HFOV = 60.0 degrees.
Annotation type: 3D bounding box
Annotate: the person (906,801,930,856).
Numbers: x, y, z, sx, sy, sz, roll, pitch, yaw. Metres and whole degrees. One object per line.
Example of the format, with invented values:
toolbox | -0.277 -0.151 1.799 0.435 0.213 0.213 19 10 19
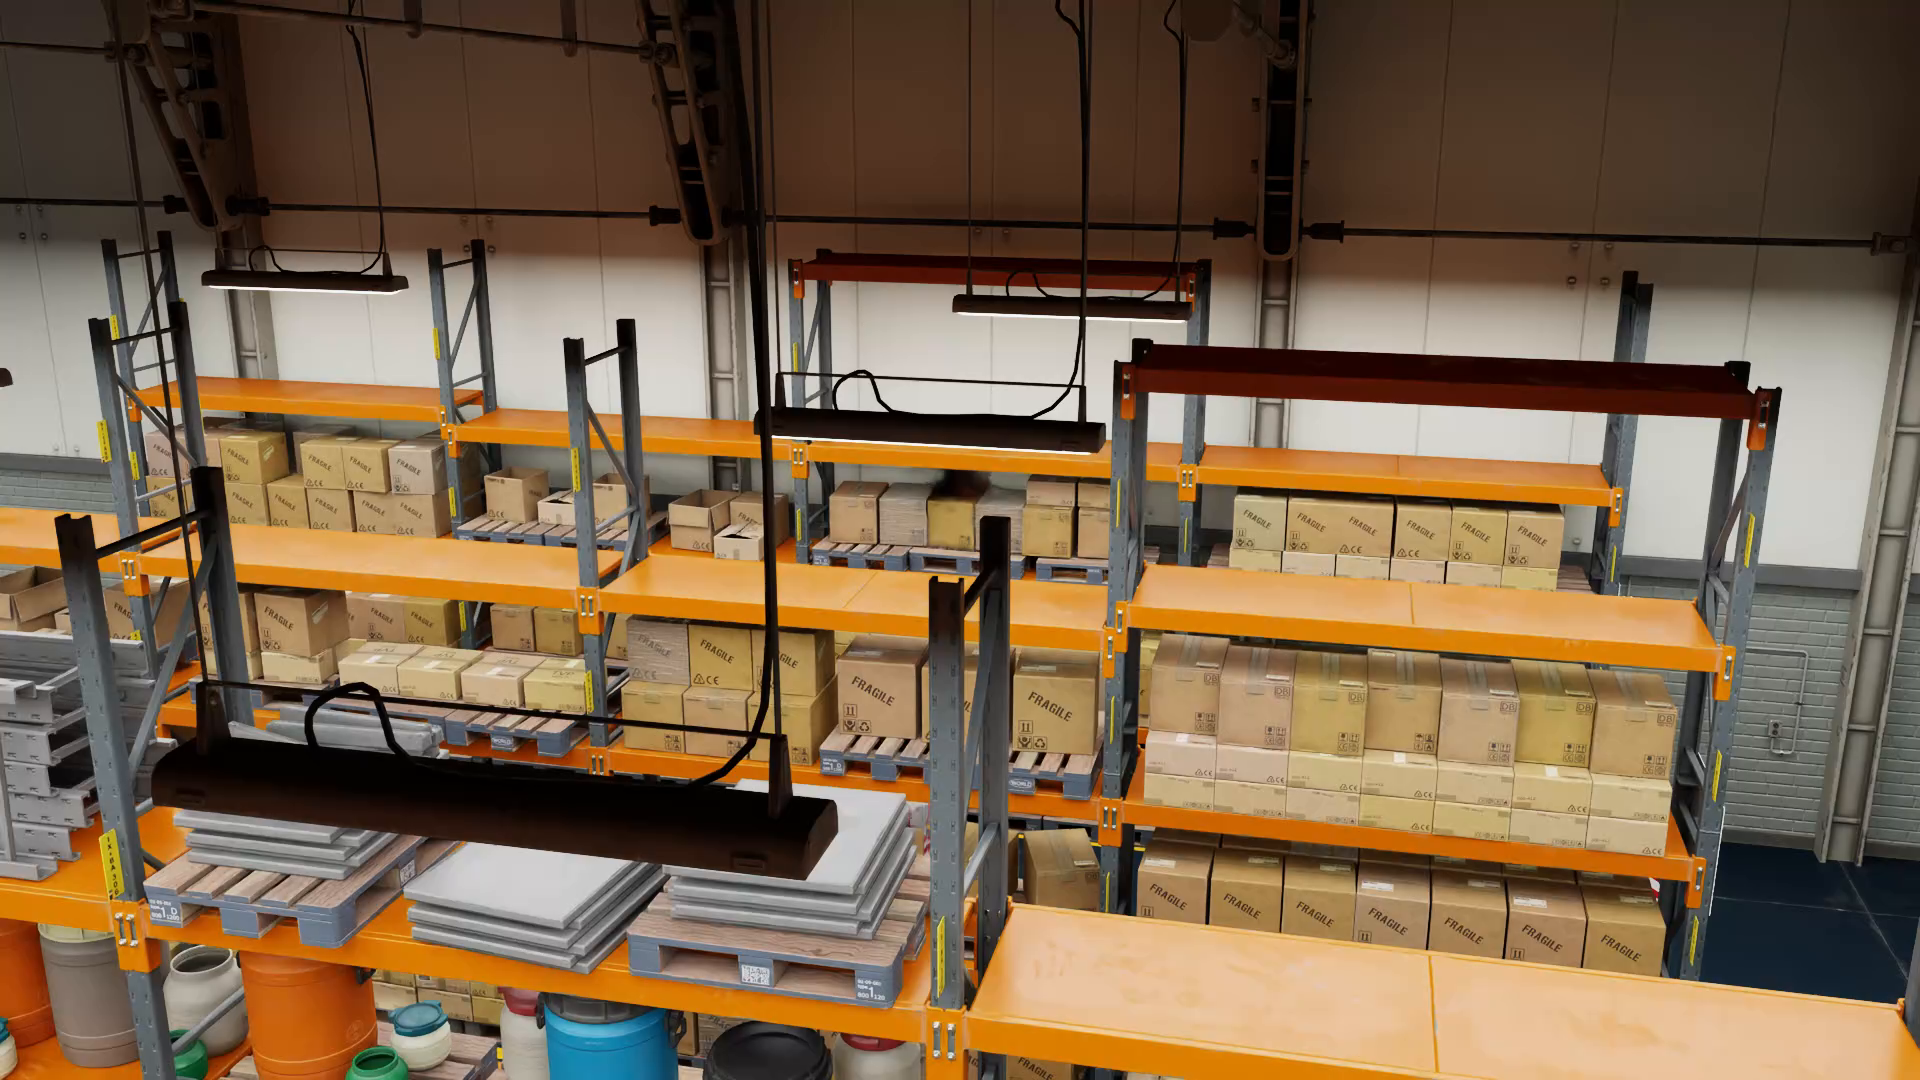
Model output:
person | -0.558 2.884 15.289 0.636 1.773 0.641 8 18 25
